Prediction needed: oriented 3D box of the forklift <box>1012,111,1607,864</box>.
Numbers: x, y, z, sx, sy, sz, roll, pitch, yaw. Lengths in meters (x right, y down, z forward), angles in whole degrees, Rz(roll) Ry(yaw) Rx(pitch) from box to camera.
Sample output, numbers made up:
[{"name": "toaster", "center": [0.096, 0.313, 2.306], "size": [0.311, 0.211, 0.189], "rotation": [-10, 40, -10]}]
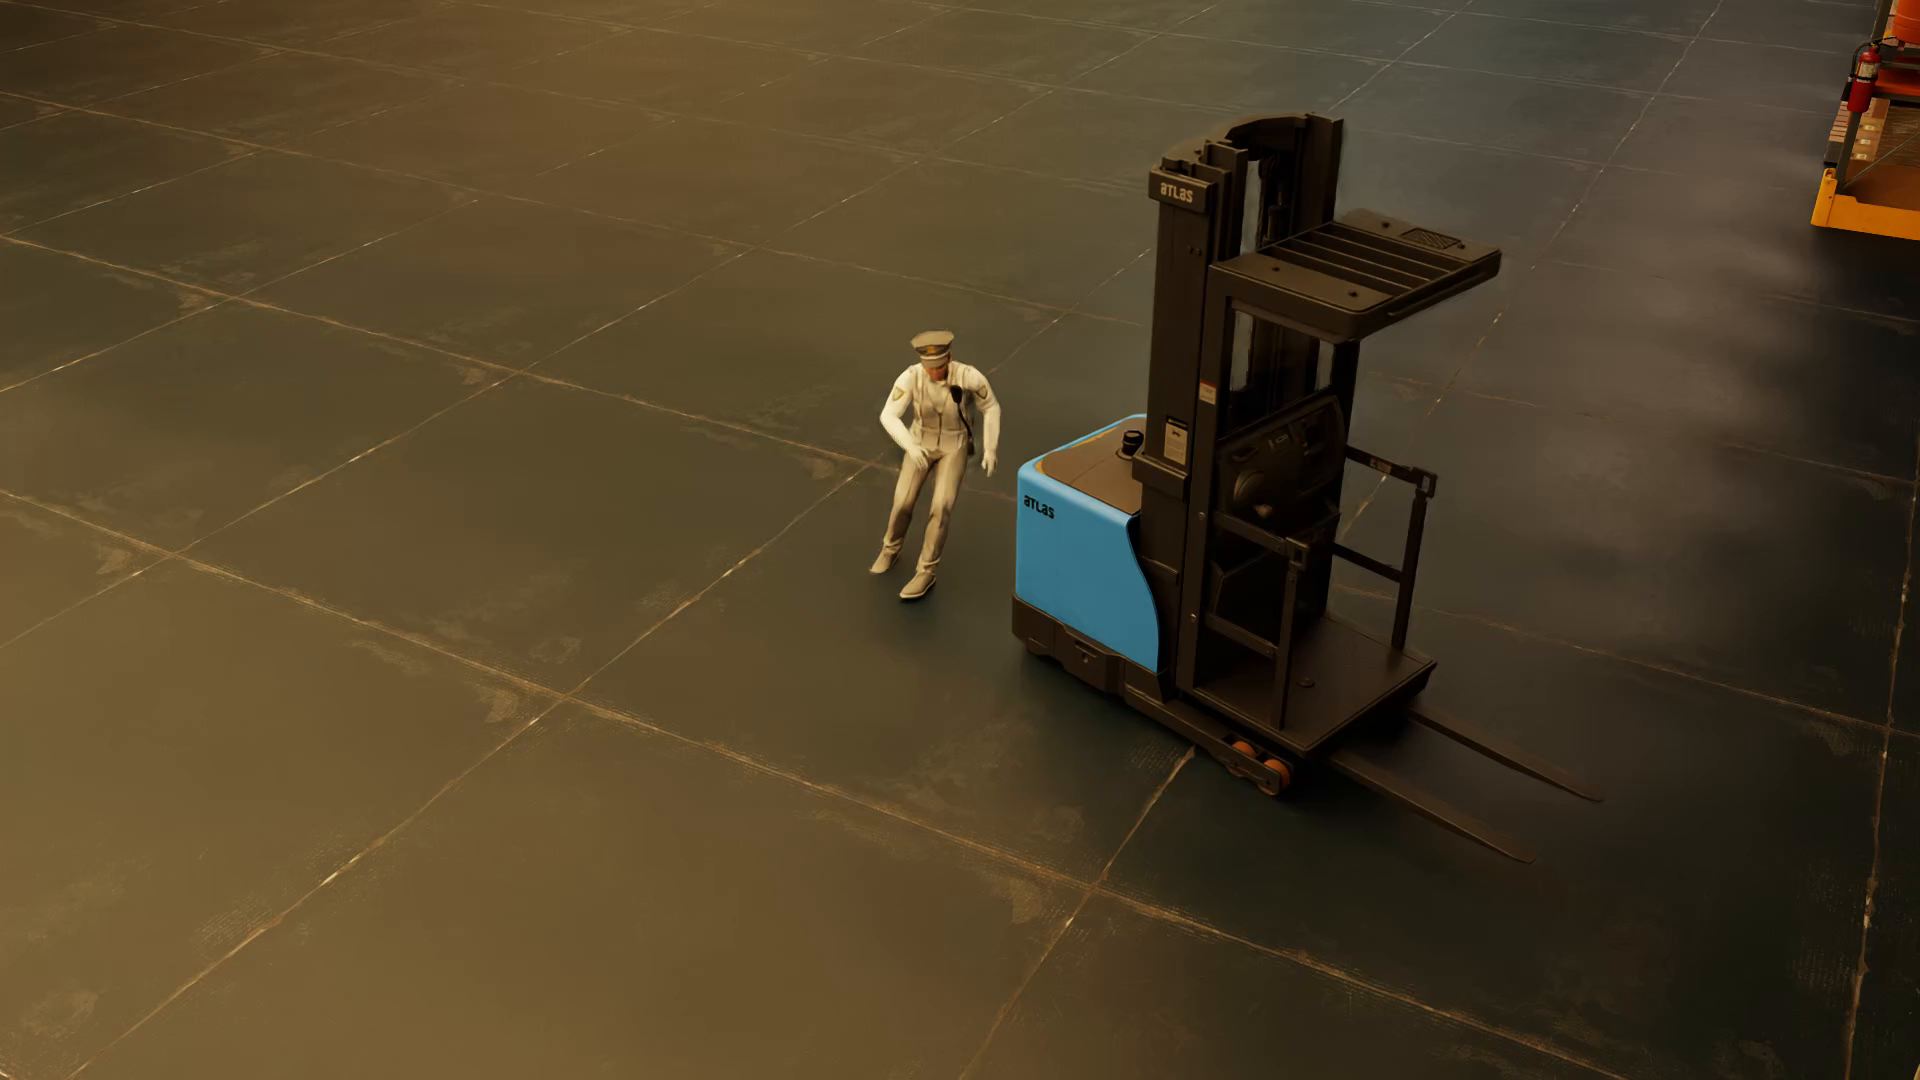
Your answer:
[{"name": "forklift", "center": [1.656, -0.350, 7.676], "size": [1.130, 2.935, 3.031], "rotation": [-25, 38, -36]}]

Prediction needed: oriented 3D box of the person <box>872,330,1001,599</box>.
[{"name": "person", "center": [-0.152, -0.427, 9.420], "size": [0.745, 1.454, 0.855], "rotation": [2, 30, 3]}]
